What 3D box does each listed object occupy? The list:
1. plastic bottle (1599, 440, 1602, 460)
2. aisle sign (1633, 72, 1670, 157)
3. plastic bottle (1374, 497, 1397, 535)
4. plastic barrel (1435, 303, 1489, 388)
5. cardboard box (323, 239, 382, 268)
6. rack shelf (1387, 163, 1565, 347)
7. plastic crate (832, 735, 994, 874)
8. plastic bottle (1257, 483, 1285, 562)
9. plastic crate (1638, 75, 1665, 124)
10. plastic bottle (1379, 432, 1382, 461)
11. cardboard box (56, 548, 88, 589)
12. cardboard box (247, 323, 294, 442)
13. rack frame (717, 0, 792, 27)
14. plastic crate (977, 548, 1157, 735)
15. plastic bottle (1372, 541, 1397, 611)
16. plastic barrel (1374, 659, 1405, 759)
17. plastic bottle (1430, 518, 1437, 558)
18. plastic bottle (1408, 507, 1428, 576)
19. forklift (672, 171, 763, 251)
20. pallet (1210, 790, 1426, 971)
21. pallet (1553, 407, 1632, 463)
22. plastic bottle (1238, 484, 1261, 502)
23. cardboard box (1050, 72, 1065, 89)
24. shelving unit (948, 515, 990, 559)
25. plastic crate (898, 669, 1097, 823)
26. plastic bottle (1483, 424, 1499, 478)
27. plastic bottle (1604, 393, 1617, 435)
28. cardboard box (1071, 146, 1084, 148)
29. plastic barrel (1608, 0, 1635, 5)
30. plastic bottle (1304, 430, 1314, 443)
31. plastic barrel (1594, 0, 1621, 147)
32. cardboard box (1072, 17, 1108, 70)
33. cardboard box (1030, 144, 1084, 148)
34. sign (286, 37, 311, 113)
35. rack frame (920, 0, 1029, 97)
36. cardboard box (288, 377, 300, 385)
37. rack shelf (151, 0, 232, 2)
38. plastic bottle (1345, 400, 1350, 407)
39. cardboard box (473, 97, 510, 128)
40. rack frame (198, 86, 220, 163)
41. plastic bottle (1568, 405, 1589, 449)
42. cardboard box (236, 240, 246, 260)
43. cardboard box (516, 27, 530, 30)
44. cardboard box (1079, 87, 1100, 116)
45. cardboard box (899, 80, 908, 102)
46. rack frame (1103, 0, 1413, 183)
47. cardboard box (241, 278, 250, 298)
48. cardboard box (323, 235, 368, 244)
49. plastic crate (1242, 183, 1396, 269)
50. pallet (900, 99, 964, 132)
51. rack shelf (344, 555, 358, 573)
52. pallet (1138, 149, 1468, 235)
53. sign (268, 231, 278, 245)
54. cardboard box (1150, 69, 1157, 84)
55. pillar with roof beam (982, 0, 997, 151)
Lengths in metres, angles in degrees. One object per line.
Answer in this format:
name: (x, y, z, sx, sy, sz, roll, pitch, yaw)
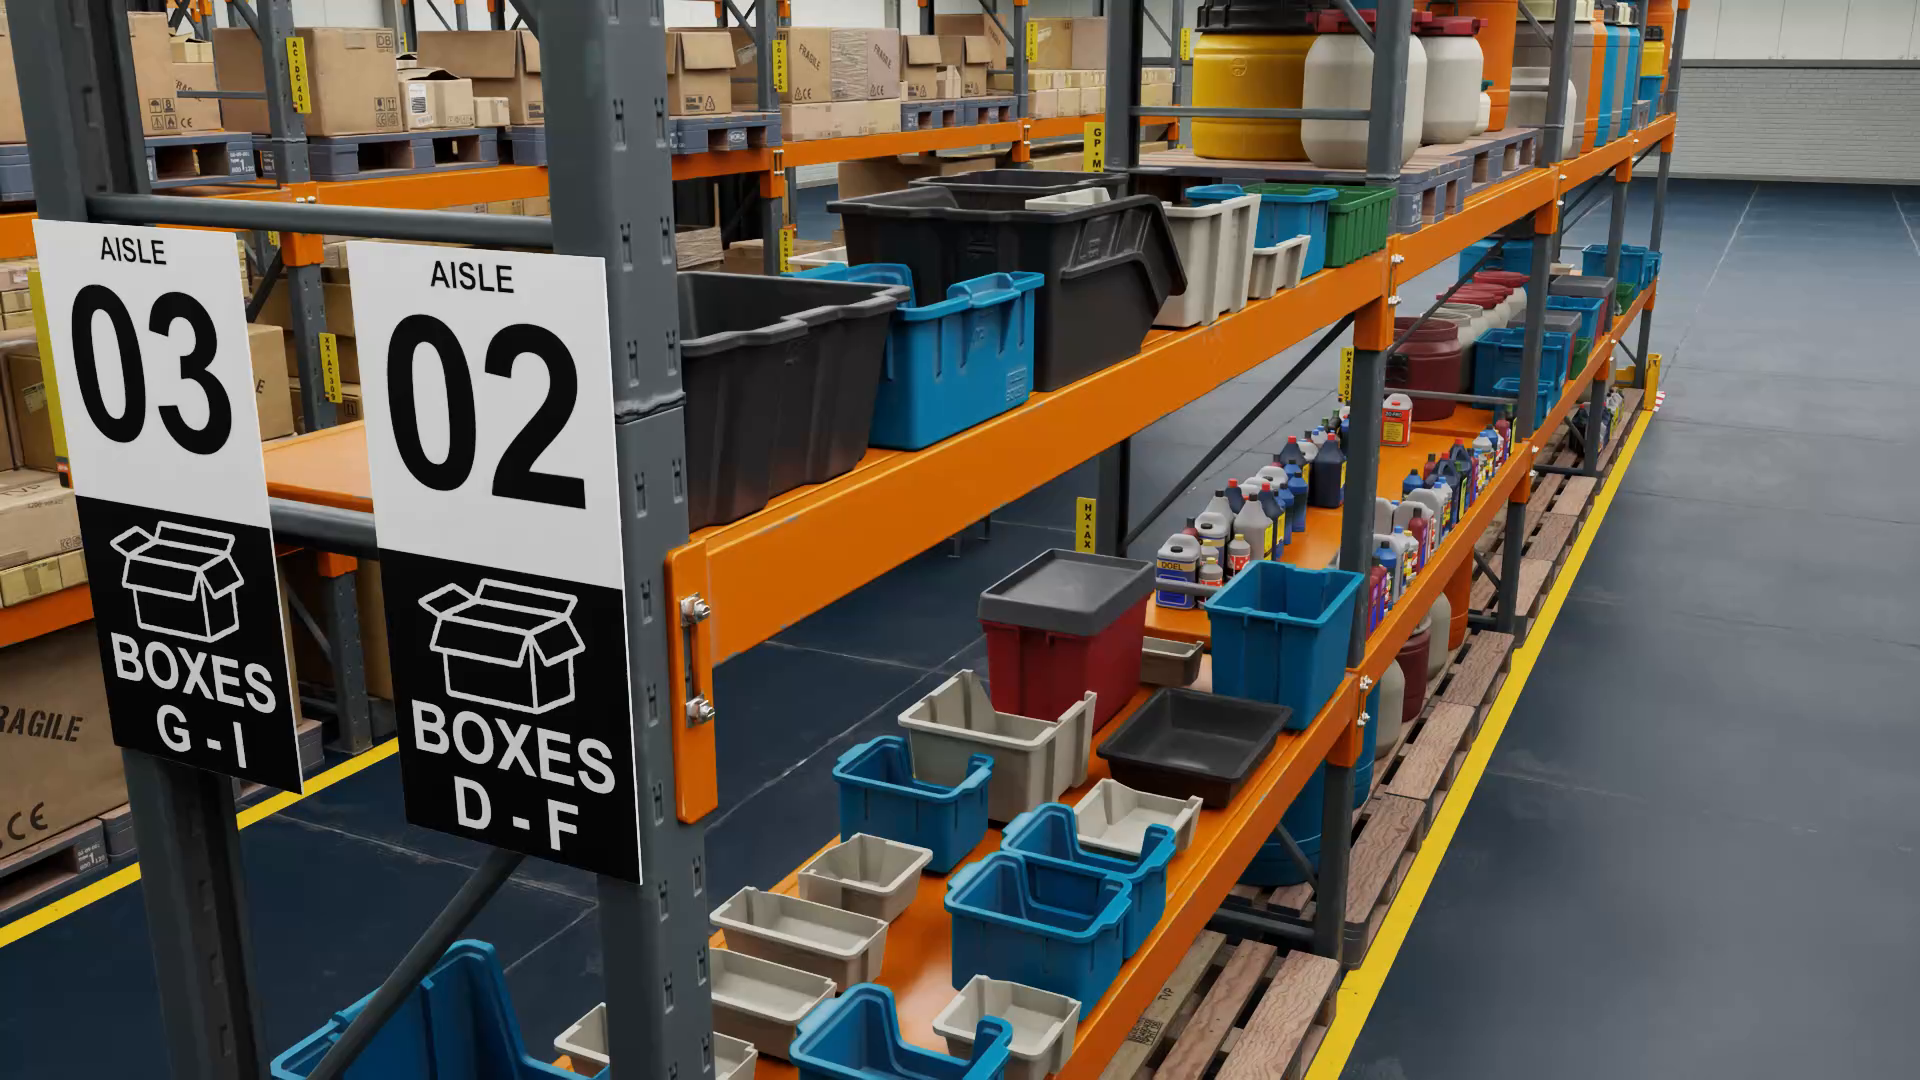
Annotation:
plastic bottle: (5.129, -0.754, 13.435, 0.097, 0.201, 0.097, 0, 17, 0)
aisle sign: (6.635, -4.078, 15.922, 0.394, 0.787, 0.004, 8, 18, 25)
plastic bottle: (1.800, -0.060, 7.177, 0.152, 0.276, 0.135, 8, 18, 25)
plastic barrel: (3.219, -1.264, 10.816, 0.421, 0.512, 0.421, 0, 17, 0)
cardboard box: (-5.394, -2.359, 14.522, 0.500, 0.500, 0.500, 8, 18, 25)
rack shelf: (1.868, -1.398, 7.457, 1.077, 0.370, 4.000, 8, 18, 25)
plastic crate: (-0.125, 0.720, 4.522, 0.416, 0.233, 0.300, 8, 18, 25)
plastic bottle: (1.304, -0.076, 7.098, 0.144, 0.351, 0.185, 8, 18, 25)
plastic crate: (5.754, -3.758, 14.168, 0.392, 0.384, 0.575, 8, 18, 25)
plastic bottle: (2.193, -0.521, 8.858, 0.097, 0.201, 0.097, 0, 17, 0)
cardboard box: (-3.759, 0.077, 6.939, 0.380, 0.149, 0.250, 8, 19, 26)
cardboard box: (-3.423, -0.704, 7.551, 0.500, 0.500, 0.500, 9, 19, 27)
rack frame: (-2.486, -7.014, 19.836, 1.000, 3.000, 0.127, 8, 18, 25)
plastic crate: (0.351, 0.341, 5.390, 0.402, 0.464, 0.583, 8, 18, 25)
plastic bottle: (1.658, 0.137, 6.521, 0.097, 0.271, 0.097, 0, 17, 0)
plastic barrel: (1.882, 0.747, 7.873, 0.421, 0.512, 0.421, 0, 17, 0)
plastic bottle: (2.012, -0.031, 7.210, 0.097, 0.201, 0.097, 0, 17, 0)
plastic bottle: (1.917, -0.005, 6.976, 0.061, 0.283, 0.133, 8, 18, 25)
forklift: (-2.528, -2.277, 14.543, 3.031, 2.935, 1.130, 8, 18, 24)
pallet: (1.357, 1.350, 7.107, 1.003, 0.211, 1.213, 8, 18, 25)
pallet: (5.431, -0.974, 14.932, 1.003, 0.211, 1.213, 8, 18, 25)
plastic bottle: (1.250, -0.099, 7.306, 0.152, 0.276, 0.135, 8, 18, 25)
cardboard box: (0.738, -4.207, 15.215, 0.380, 0.149, 0.250, 8, 18, 26)
shelving unit: (-0.074, -0.964, 11.583, 0.431, 2.100, 0.503, 8, 18, 25)
plastic crate: (0.127, 0.598, 4.844, 0.437, 0.282, 0.530, 8, 18, 25)
plastic bottle: (2.705, -0.460, 8.529, 0.097, 0.271, 0.097, 0, 17, 0)
plastic bottle: (5.555, -1.083, 14.282, 0.144, 0.351, 0.185, 8, 18, 25)
cardboard box: (1.437, -3.725, 16.843, 0.500, 0.500, 0.500, 8, 18, 25)
plastic barrel: (5.090, -3.952, 13.176, 0.600, 0.901, 0.708, 8, 18, 25)
plastic bottle: (1.722, -0.400, 8.309, 0.061, 0.283, 0.133, 8, 18, 25)
plastic barrel: (3.932, -3.021, 10.778, 0.600, 0.901, 0.708, 8, 18, 25)
cardboard box: (1.439, -4.923, 16.486, 0.500, 0.500, 0.500, 8, 18, 25)
cardboard box: (0.964, -3.792, 17.070, 0.500, 0.500, 0.500, 8, 18, 25)
sign: (-2.959, -2.079, 7.439, 0.100, 0.325, 0.005, 8, 18, 25)
rack frame: (0.118, -5.339, 14.194, 1.000, 3.000, 0.127, 8, 18, 25)
cardboard box: (-3.492, -0.627, 8.692, 0.500, 0.500, 0.500, 8, 18, 26)
rack shelf: (-6.955, -3.931, 11.419, 1.077, 0.370, 4.000, 8, 18, 25)
plastic bottle: (2.092, -0.611, 9.018, 0.061, 0.283, 0.133, 8, 18, 25)
cardboard box: (-2.657, -2.304, 8.949, 0.380, 0.149, 0.250, 7, 18, 23)
rack frame: (-8.747, -3.724, 19.293, 1.000, 3.000, 0.127, 8, 18, 25)
plastic bottle: (5.152, -0.945, 13.818, 0.144, 0.351, 0.185, 8, 18, 25)
cardboard box: (-5.870, -2.284, 13.104, 0.380, 0.149, 0.250, 7, 18, 23)
cardboard box: (-4.396, -5.202, 17.131, 0.380, 0.149, 0.250, 8, 18, 25)
cardboard box: (1.012, -4.172, 15.796, 0.500, 0.250, 0.500, 7, 18, 23)
cardboard box: (-0.630, -3.500, 12.944, 0.380, 0.166, 0.250, 8, 18, 24)
rack frame: (0.975, -2.671, 5.212, 1.000, 3.000, 0.127, 8, 18, 25)
cardboard box: (-5.870, -1.998, 13.185, 0.380, 0.149, 0.250, 8, 19, 26)
cardboard box: (-5.627, -2.870, 14.488, 0.700, 0.500, 0.500, 8, 18, 25)
plastic crate: (1.056, -0.985, 5.177, 0.450, 0.188, 0.662, 8, 18, 25)
pallet: (-0.714, -3.403, 13.274, 1.213, 0.211, 1.003, 8, 18, 25)
rack shelf: (-2.563, -0.590, 10.005, 1.077, 0.370, 4.000, 8, 18, 25)
pallet: (1.237, -1.355, 6.380, 1.213, 0.211, 1.003, 8, 18, 25)
sign: (-5.572, -2.551, 13.451, 0.100, 0.325, 0.005, 8, 18, 25)
cardboard box: (1.815, -4.794, 17.190, 0.380, 0.149, 0.250, 7, 18, 23)
pillar with roof beam: (4.737, -15.280, 47.665, 9.100, 9.000, 0.400, 8, 18, 25)
